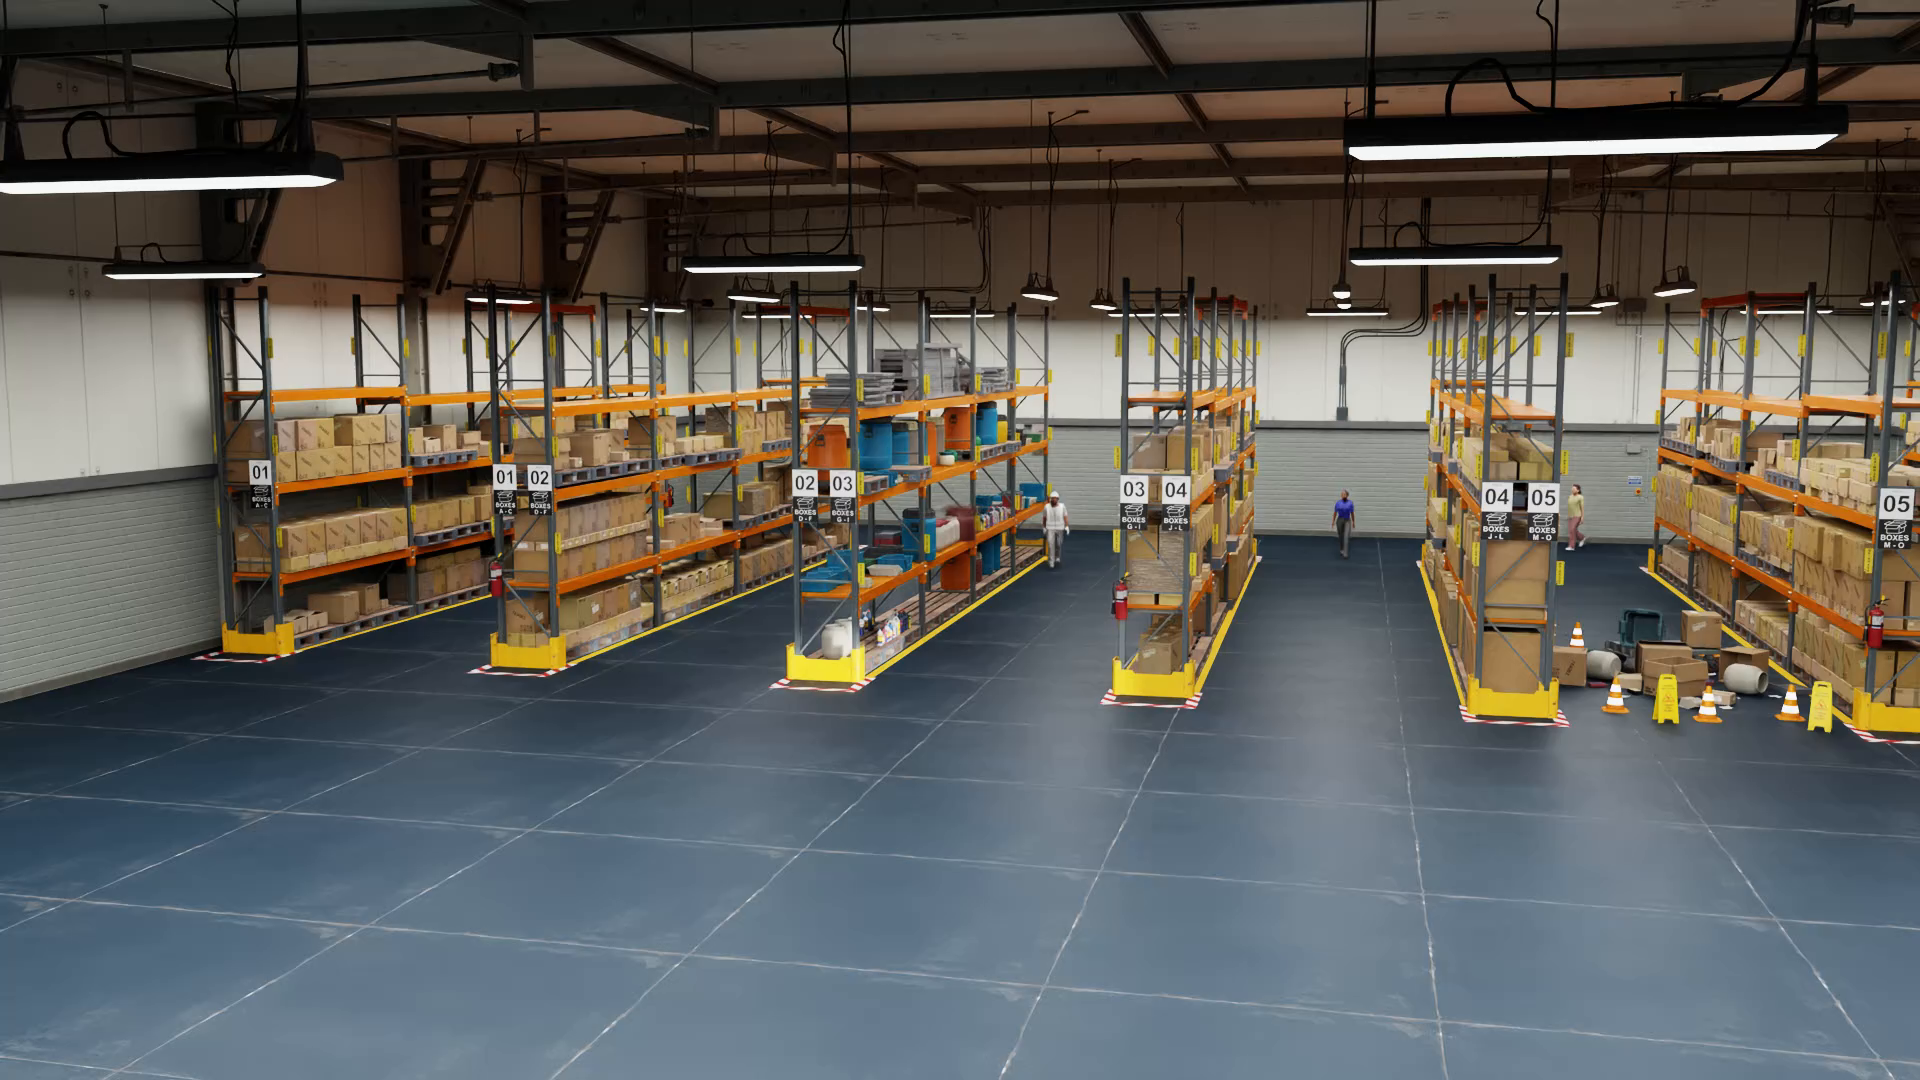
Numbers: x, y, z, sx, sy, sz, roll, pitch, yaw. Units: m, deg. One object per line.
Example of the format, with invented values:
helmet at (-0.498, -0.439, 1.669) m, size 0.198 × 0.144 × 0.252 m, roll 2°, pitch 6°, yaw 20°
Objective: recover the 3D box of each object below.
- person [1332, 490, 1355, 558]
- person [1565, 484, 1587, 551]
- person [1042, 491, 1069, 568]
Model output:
person at (9.225, -0.408, 40.016) m, size 0.520 × 1.602 × 1.005 m, roll 2°, pitch 7°, yaw 18°
person at (15.311, -0.573, 41.277) m, size 0.755 × 1.648 × 0.455 m, roll -3°, pitch 7°, yaw -24°
person at (2.192, -0.247, 38.081) m, size 0.585 × 1.738 × 1.087 m, roll 0°, pitch 7°, yaw -2°
